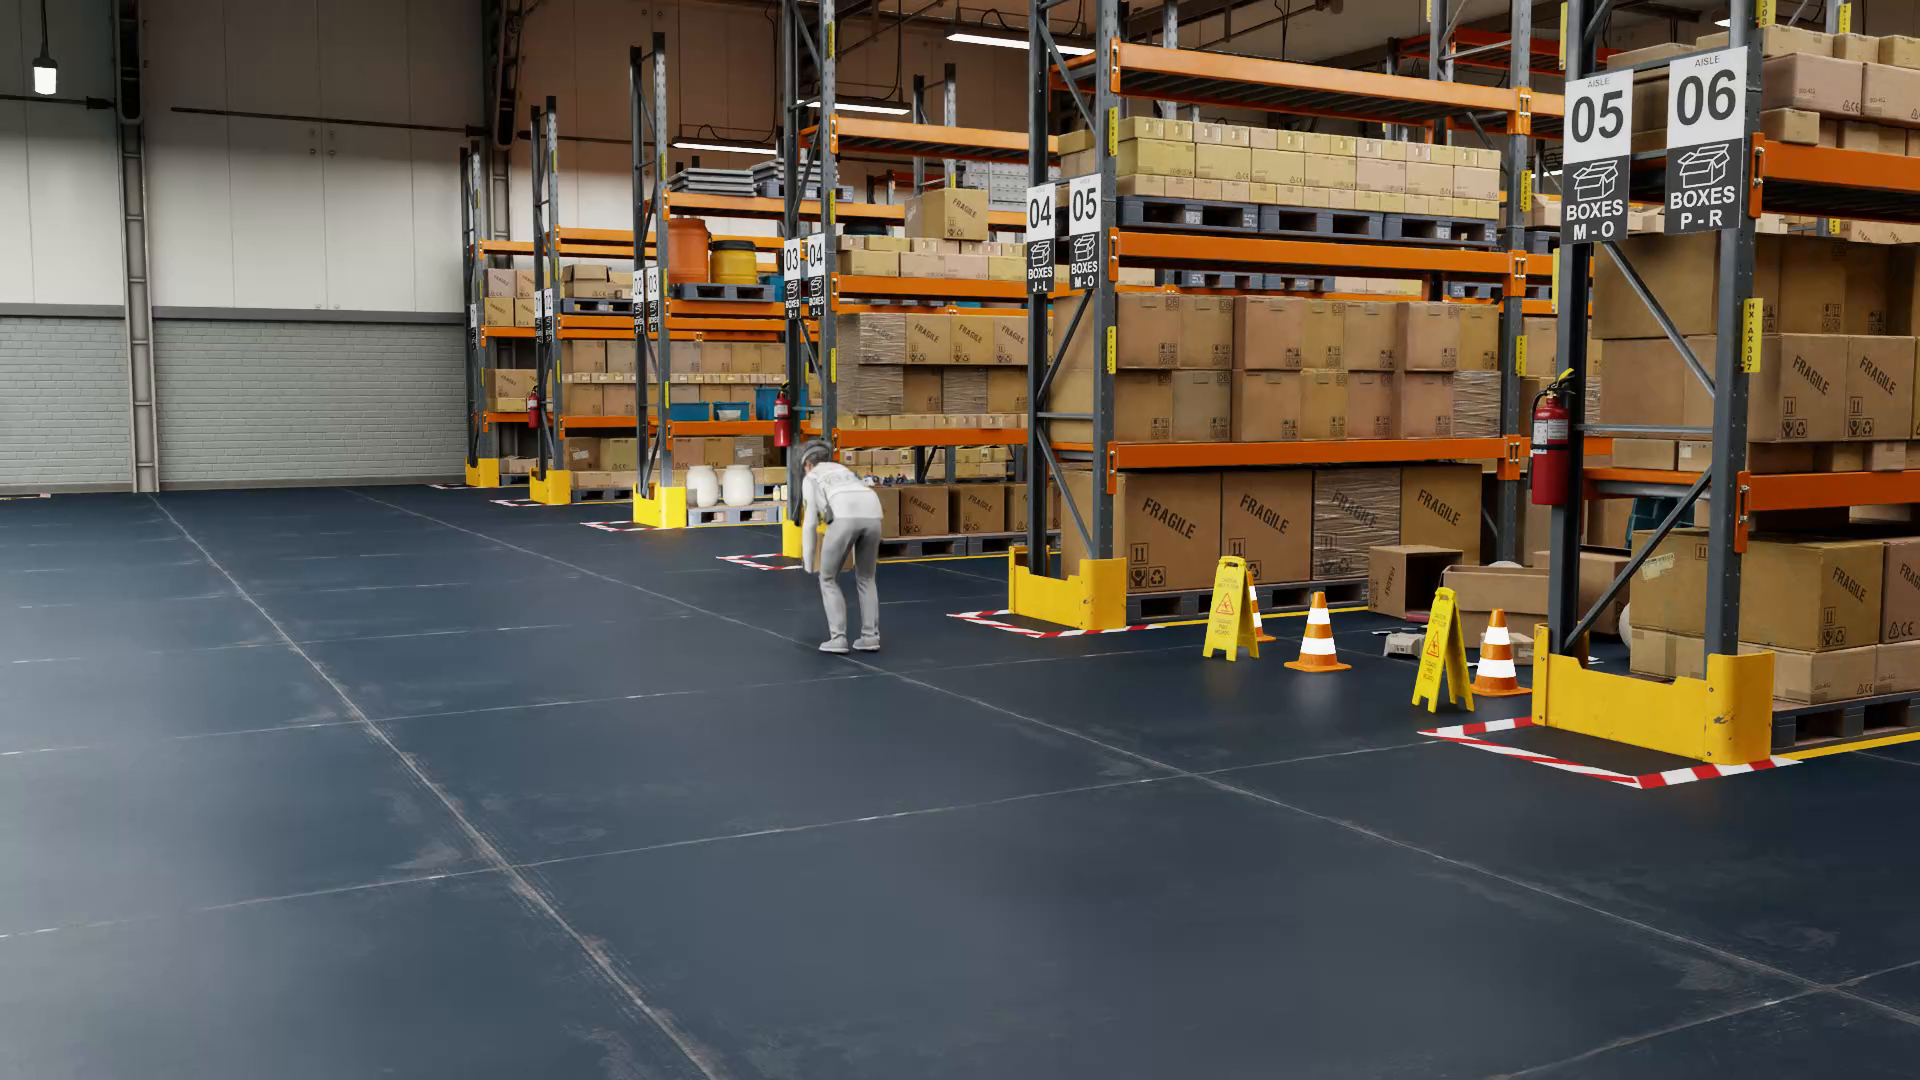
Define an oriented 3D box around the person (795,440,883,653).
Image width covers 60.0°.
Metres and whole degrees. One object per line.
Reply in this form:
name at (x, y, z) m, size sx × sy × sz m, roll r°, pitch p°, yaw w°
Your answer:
person at (-0.821, 0.034, 10.947) m, size 0.409 × 1.363 × 0.857 m, roll -3°, pitch 6°, yaw -30°
